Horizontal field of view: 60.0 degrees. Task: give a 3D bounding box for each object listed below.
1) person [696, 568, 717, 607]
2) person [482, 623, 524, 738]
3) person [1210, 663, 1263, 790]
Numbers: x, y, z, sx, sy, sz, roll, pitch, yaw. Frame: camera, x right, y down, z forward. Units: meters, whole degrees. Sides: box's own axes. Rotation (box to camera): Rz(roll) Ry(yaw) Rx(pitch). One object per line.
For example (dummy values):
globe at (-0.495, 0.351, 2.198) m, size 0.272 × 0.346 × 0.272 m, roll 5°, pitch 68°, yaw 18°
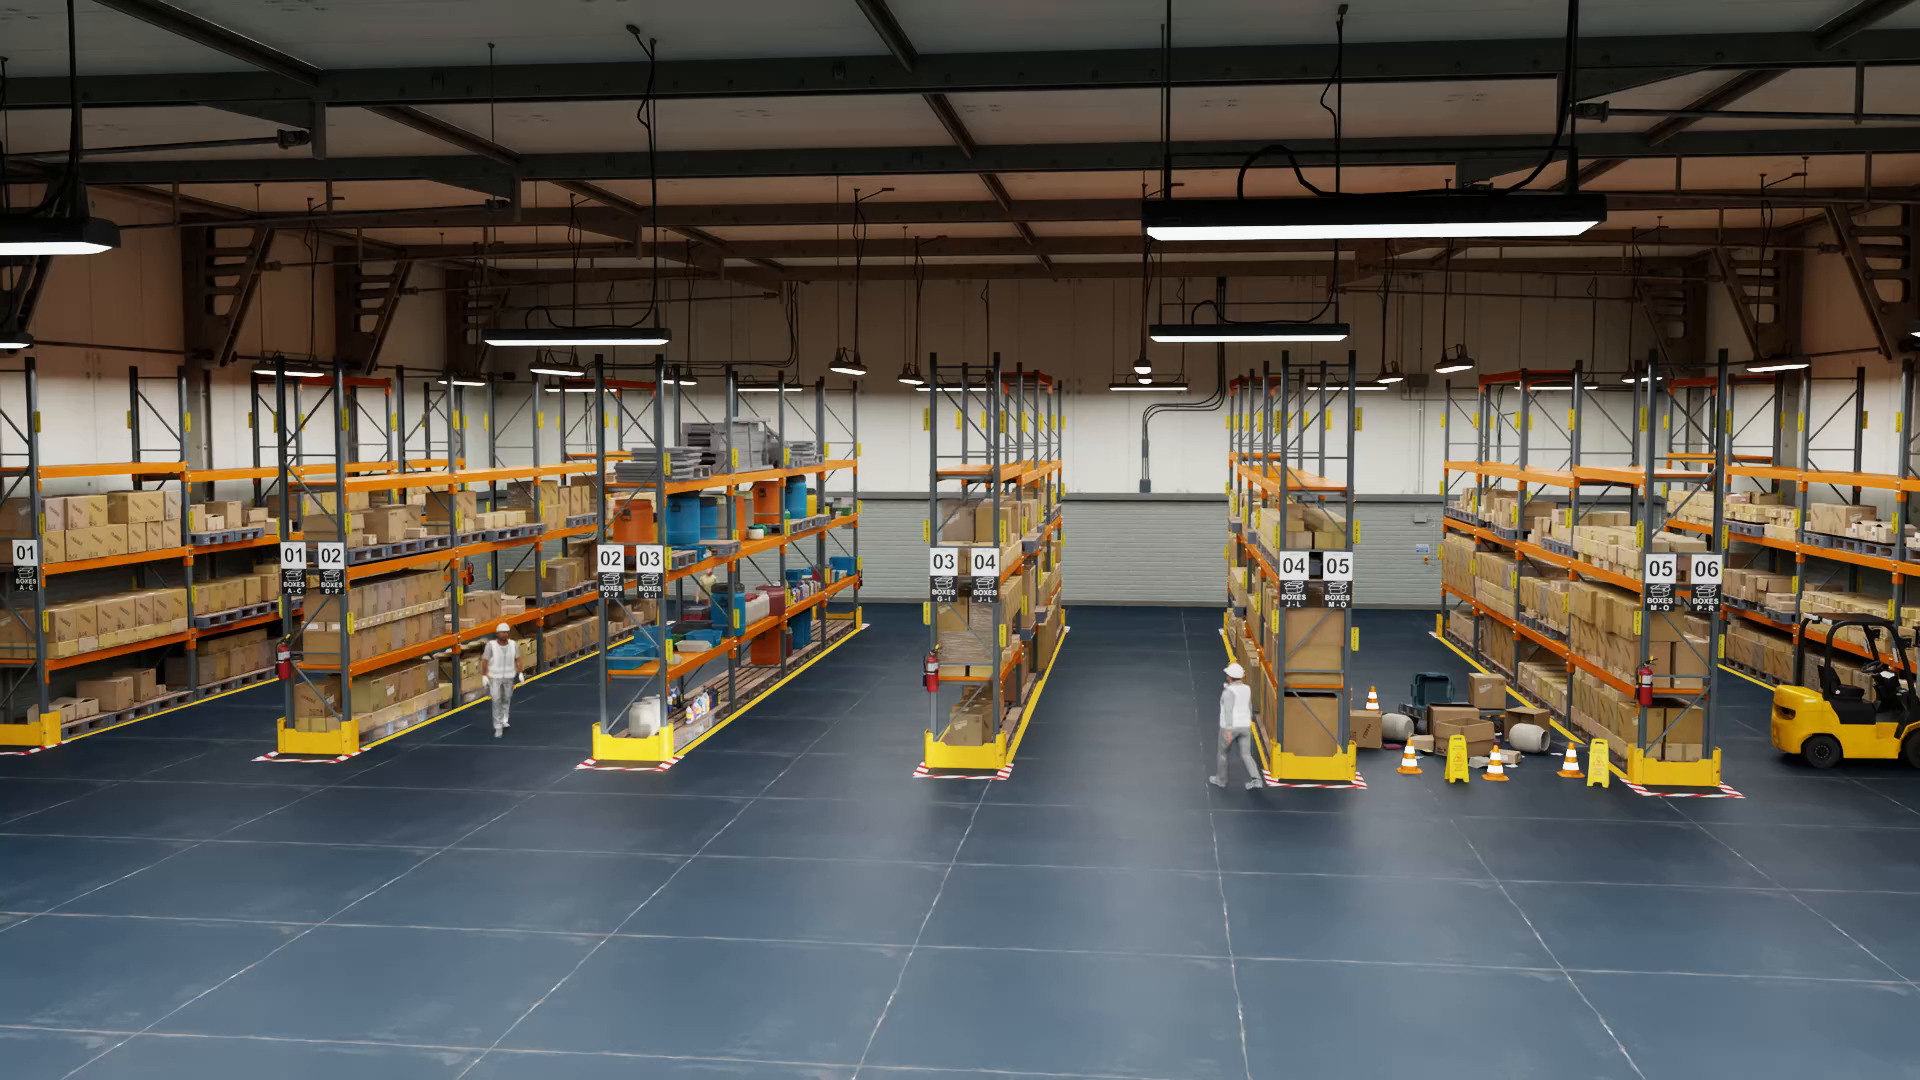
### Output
person at (-6.020, 1.381, 39.470) m, size 0.440 × 1.617 × 1.022 m, roll 1°, pitch 4°, yaw 12°
person at (-7.371, 2.202, 26.801) m, size 0.630 × 1.731 × 0.904 m, roll -2°, pitch 4°, yaw -25°
person at (3.785, 2.542, 22.614) m, size 0.537 × 1.737 × 0.991 m, roll -2°, pitch 4°, yaw -24°
